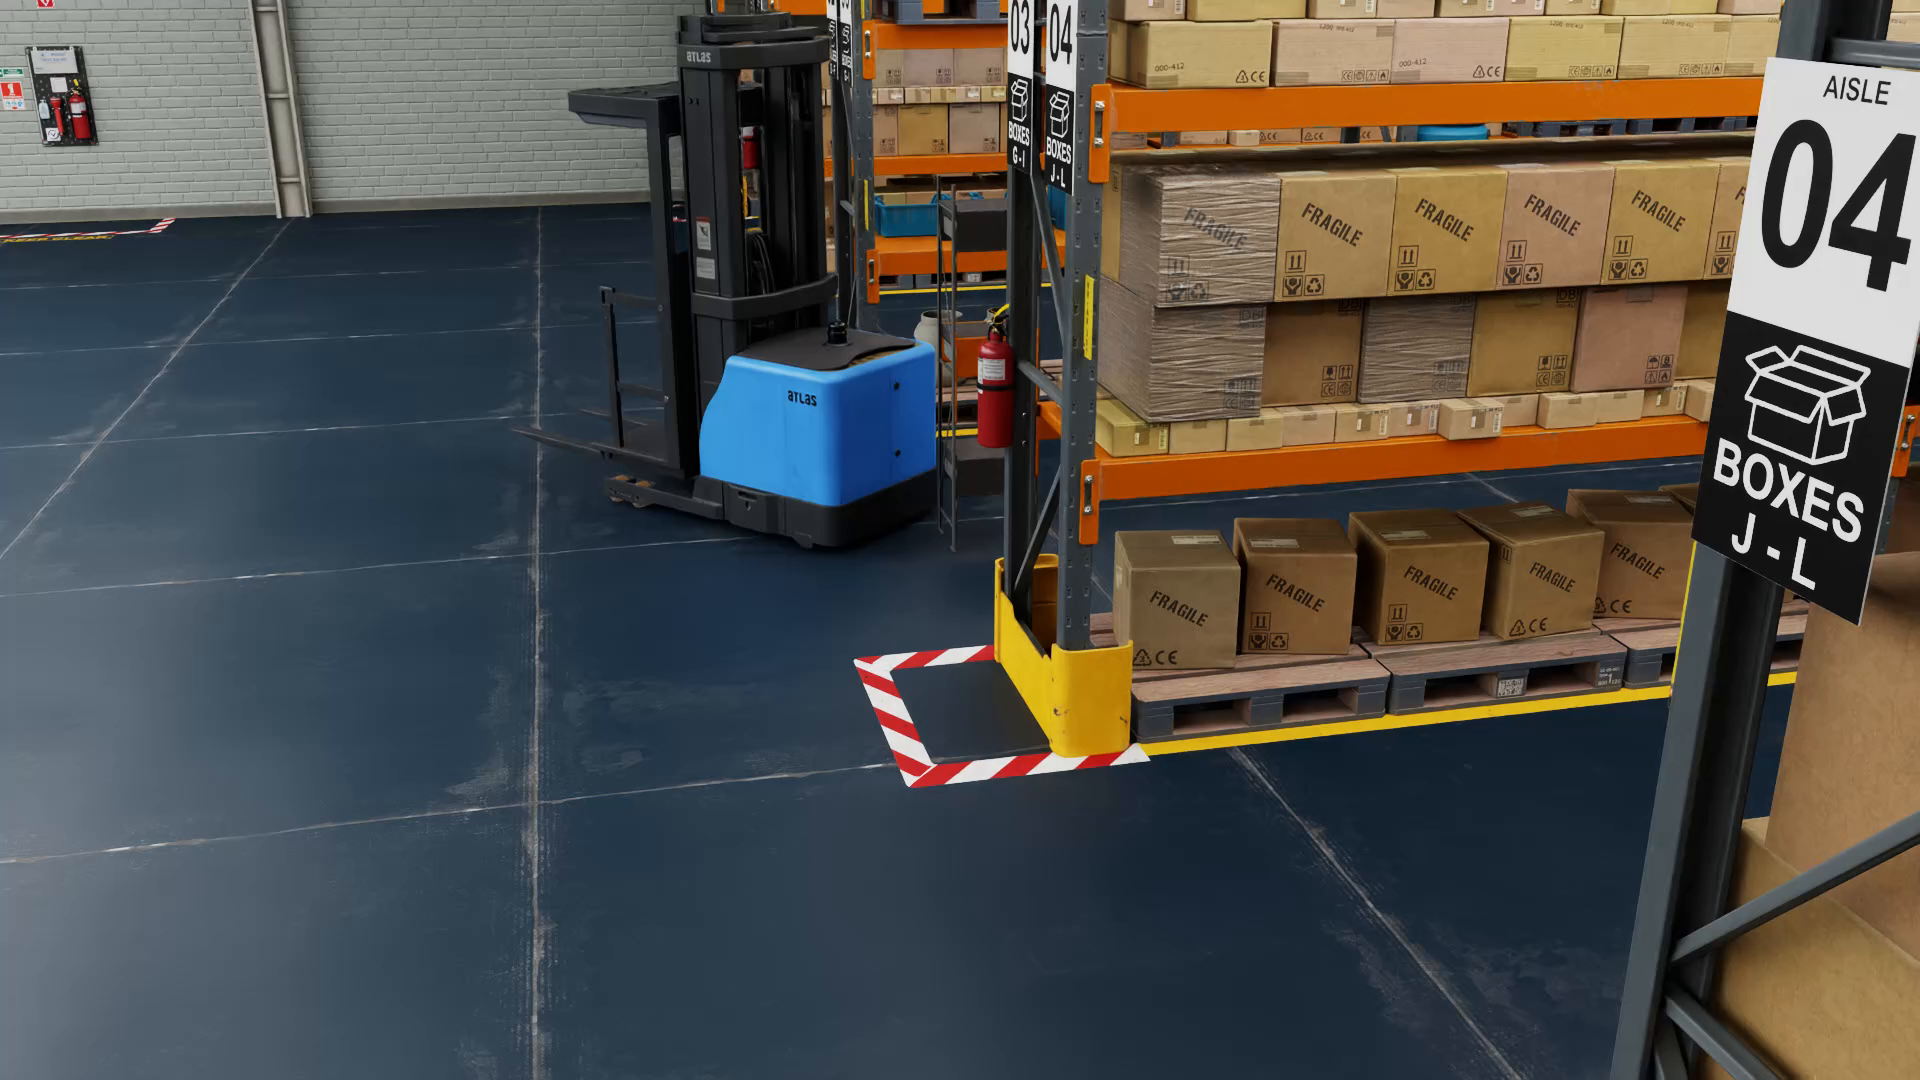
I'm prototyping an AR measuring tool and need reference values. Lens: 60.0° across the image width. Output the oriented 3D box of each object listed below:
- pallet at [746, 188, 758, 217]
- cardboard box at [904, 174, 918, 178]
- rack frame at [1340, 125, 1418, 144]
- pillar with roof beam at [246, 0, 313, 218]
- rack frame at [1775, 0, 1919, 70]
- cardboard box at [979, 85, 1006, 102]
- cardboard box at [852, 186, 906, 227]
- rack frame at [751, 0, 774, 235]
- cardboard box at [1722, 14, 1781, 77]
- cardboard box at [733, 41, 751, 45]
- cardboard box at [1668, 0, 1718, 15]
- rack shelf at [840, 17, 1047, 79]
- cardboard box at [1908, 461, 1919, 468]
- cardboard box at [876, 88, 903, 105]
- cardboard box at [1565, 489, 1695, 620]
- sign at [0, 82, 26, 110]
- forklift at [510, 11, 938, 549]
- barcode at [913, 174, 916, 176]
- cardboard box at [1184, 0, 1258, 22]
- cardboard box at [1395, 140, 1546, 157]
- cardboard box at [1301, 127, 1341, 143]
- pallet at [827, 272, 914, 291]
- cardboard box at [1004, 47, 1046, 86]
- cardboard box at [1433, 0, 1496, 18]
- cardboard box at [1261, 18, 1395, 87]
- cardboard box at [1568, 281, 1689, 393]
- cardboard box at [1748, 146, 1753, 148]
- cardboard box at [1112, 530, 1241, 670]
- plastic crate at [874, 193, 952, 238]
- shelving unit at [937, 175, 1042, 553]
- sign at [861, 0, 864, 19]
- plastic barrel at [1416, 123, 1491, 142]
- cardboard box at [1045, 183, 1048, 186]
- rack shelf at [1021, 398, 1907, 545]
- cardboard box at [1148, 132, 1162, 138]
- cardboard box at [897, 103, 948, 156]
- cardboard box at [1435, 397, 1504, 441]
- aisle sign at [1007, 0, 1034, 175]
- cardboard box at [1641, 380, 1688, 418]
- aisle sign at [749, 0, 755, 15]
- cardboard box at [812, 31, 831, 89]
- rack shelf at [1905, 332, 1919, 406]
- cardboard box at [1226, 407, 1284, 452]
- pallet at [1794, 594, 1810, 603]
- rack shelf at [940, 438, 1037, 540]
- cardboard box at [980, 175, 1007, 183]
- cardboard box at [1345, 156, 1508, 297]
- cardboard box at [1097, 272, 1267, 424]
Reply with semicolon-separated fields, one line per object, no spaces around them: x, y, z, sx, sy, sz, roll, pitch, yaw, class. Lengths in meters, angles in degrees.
-2.162;-4.384;21.474;1.213;0.211;1.003;-5;21;-12;pallet
-0.703;-4.699;21.787;0.250;0.149;0.380;-6;21;-17;cardboard box
3.138;-2.635;12.646;0.127;3.000;1.000;-5;21;-12;rack frame
-7.401;-6.880;15.515;0.400;9.000;9.100;-5;21;-12;pillar with roof beam
1.428;-1.809;1.670;0.127;3.000;1.000;-5;21;-12;rack frame
0.292;-4.429;16.457;0.250;0.149;0.380;-4;20;-11;cardboard box
-0.832;-3.243;16.603;0.500;0.500;0.500;-5;21;-12;cardboard box
-1.891;-3.977;16.309;0.127;3.000;1.000;-5;21;-12;rack frame
3.383;-2.154;7.190;0.500;0.250;0.500;-4;21;-11;cardboard box
-2.625;-6.034;21.024;0.500;0.500;0.500;-5;21;-13;cardboard box
2.991;-2.314;7.048;0.250;0.149;0.380;-4;20;-10;cardboard box
1.191;-3.547;11.822;4.000;0.370;1.077;-5;21;-12;rack shelf
5.348;-0.083;8.674;0.500;0.500;0.700;-5;21;-13;cardboard box
-0.714;-4.347;16.233;0.250;0.149;0.380;-5;21;-13;cardboard box
3.323;0.066;8.298;0.500;0.500;0.500;2;20;5;cardboard box
-11.367;-5.329;19.950;0.234;0.329;0.001;-5;21;-12;sign
-1.621;-1.707;10.213;3.031;2.935;1.130;14;24;33;forklift
-0.610;-4.808;21.923;0.075;0.075;0.001;-5;21;-12;barcode
0.980;-2.118;6.513;0.250;0.149;0.380;-4;21;-11;cardboard box
2.324;-1.560;7.680;0.500;0.500;0.500;-5;21;-12;cardboard box
3.753;-4.477;17.529;0.500;0.500;0.500;-5;21;-12;cardboard box
-1.157;-2.742;16.992;1.213;0.211;1.003;-5;21;-12;pallet
0.592;-4.832;16.614;0.500;0.500;0.700;-5;21;-12;cardboard box
1.979;-2.221;6.796;0.250;0.149;0.380;-6;21;-15;cardboard box
1.413;-1.993;6.751;0.500;0.250;0.500;-5;21;-14;cardboard box
2.867;-1.047;7.735;0.500;0.500;0.875;-5;21;-12;cardboard box
3.903;-1.505;7.531;0.500;0.500;0.500;-5;21;-12;cardboard box
0.996;0.272;7.733;0.500;0.500;0.500;-1;20;-2;cardboard box
-0.337;-2.388;12.189;0.616;0.251;0.499;-5;21;-12;plastic crate
0.161;-0.999;9.489;0.503;2.100;0.431;-5;21;-12;shelving unit
-0.633;-3.546;10.761;0.005;0.325;0.100;-5;21;-12;sign
3.583;-2.799;12.367;0.708;0.901;0.600;-5;21;-12;plastic barrel
1.111;-3.406;17.048;0.500;0.500;0.500;-5;21;-12;cardboard box
2.331;-0.481;7.812;4.000;0.370;1.077;-5;21;-12;rack shelf
2.504;-5.478;22.313;0.500;0.250;0.500;-5;21;-14;cardboard box
-0.440;-4.137;16.601;0.500;0.500;0.700;-5;21;-12;cardboard box
2.199;-0.571;7.379;0.250;0.149;0.380;-5;21;-12;cardboard box
0.255;-1.976;7.070;0.004;0.787;0.394;-5;21;-12;aisle sign
3.142;-0.694;7.715;0.250;0.149;0.380;-5;21;-12;cardboard box
-2.023;-5.290;16.116;0.004;0.787;0.394;-5;21;-12;aisle sign
-1.383;-4.670;16.169;0.500;0.500;0.700;-5;21;-12;cardboard box
3.374;-0.221;2.742;4.000;0.370;1.077;-5;21;-12;rack shelf
1.211;-0.513;7.220;0.250;0.149;0.380;-5;21;-12;cardboard box
5.035;0.270;8.770;1.213;0.211;1.003;-5;21;-12;pallet
0.161;-0.329;9.735;0.480;0.518;0.431;-5;21;-12;rack shelf
0.505;-3.540;17.415;0.500;0.500;0.500;-5;21;-12;cardboard box
1.957;-1.346;7.097;0.500;0.500;0.500;-5;21;-12;cardboard box
0.926;-0.881;7.282;0.500;0.500;0.875;-5;21;-12;cardboard box
